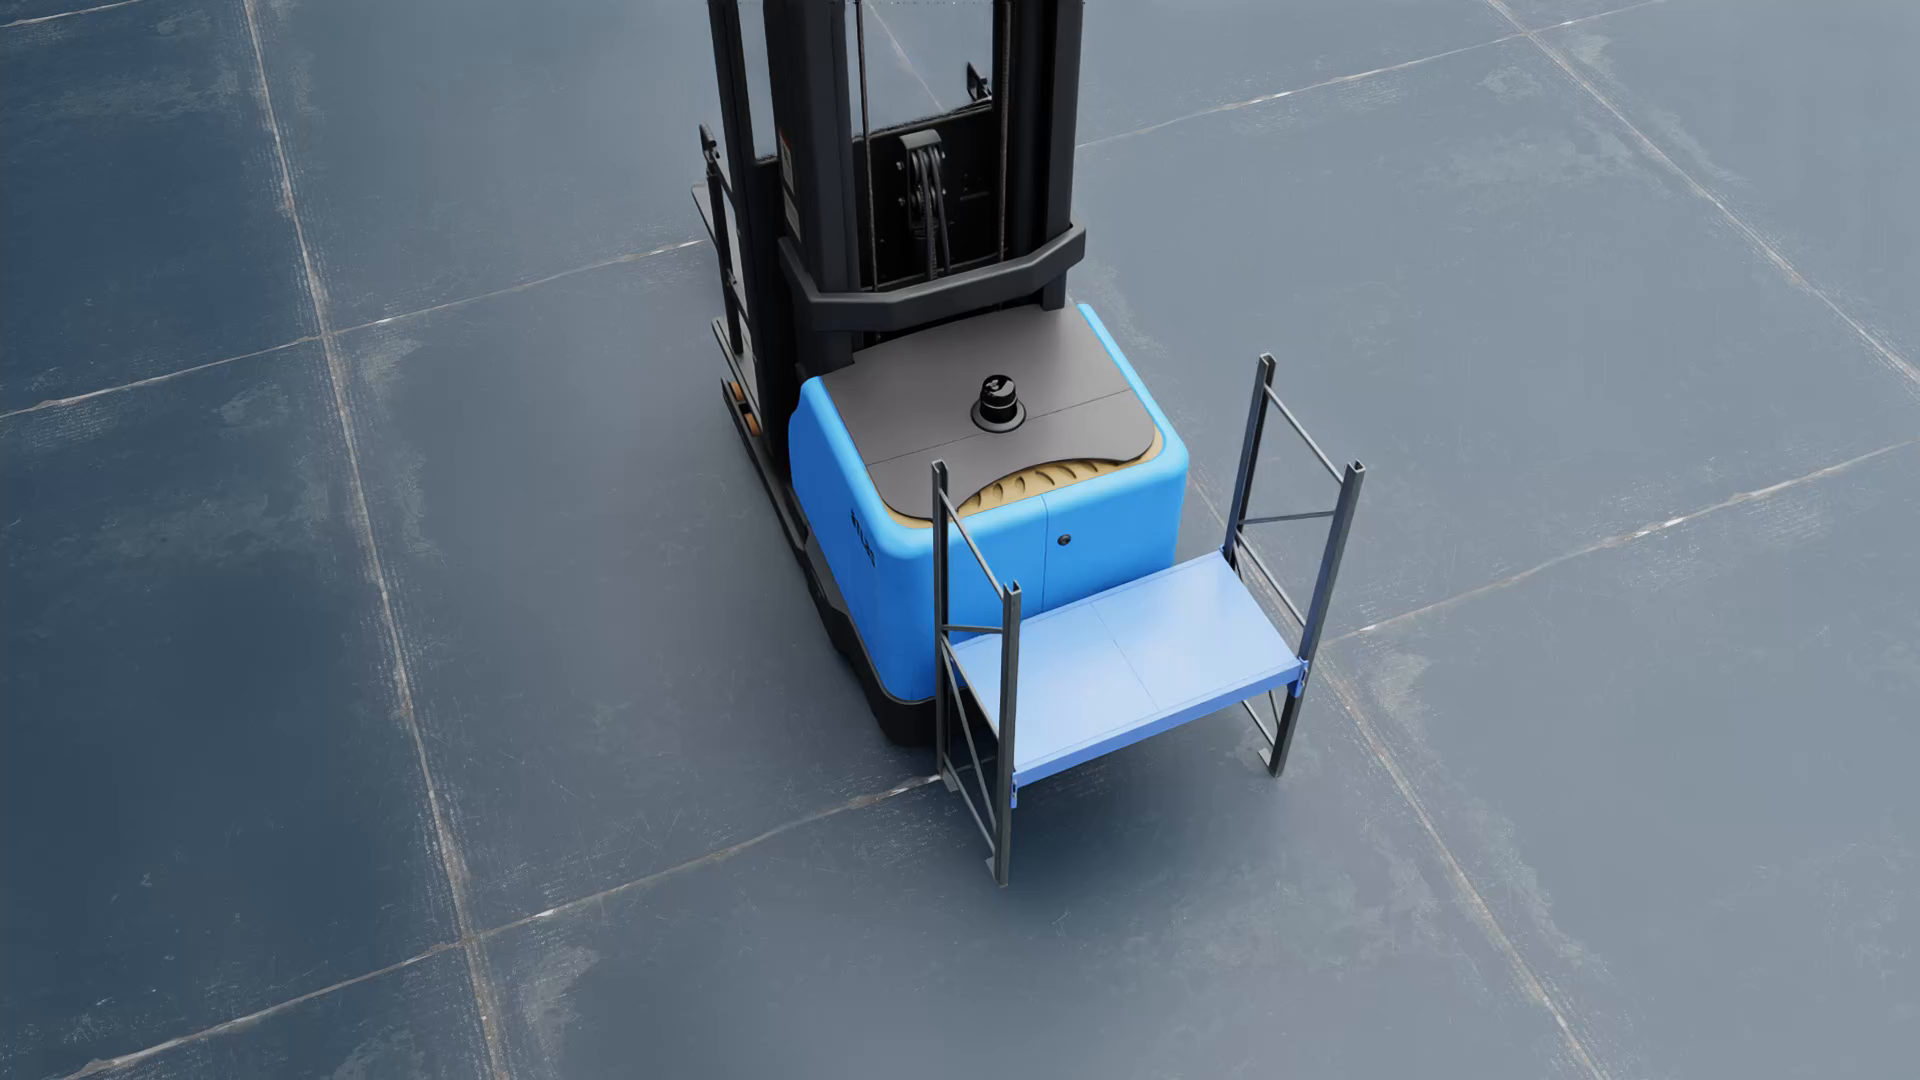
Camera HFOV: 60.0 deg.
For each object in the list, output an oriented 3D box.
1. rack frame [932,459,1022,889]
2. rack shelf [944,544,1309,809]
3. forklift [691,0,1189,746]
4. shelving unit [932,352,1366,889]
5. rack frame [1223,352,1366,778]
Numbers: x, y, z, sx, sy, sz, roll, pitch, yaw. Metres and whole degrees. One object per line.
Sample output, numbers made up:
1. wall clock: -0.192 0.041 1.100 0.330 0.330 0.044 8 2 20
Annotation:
1. rack frame: 0.039 0.447 4.877 0.032 1.500 0.500 -19 52 -15
2. rack shelf: 0.502 0.406 5.149 1.000 0.185 0.538 -19 52 -15
3. forklift: -0.299 -1.409 5.528 1.130 2.935 3.031 -17 51 -14
4. shelving unit: 0.503 0.289 5.012 1.048 1.500 0.538 -19 52 -15
5. rack frame: 0.966 0.131 5.148 0.032 1.500 0.500 -19 52 -15
